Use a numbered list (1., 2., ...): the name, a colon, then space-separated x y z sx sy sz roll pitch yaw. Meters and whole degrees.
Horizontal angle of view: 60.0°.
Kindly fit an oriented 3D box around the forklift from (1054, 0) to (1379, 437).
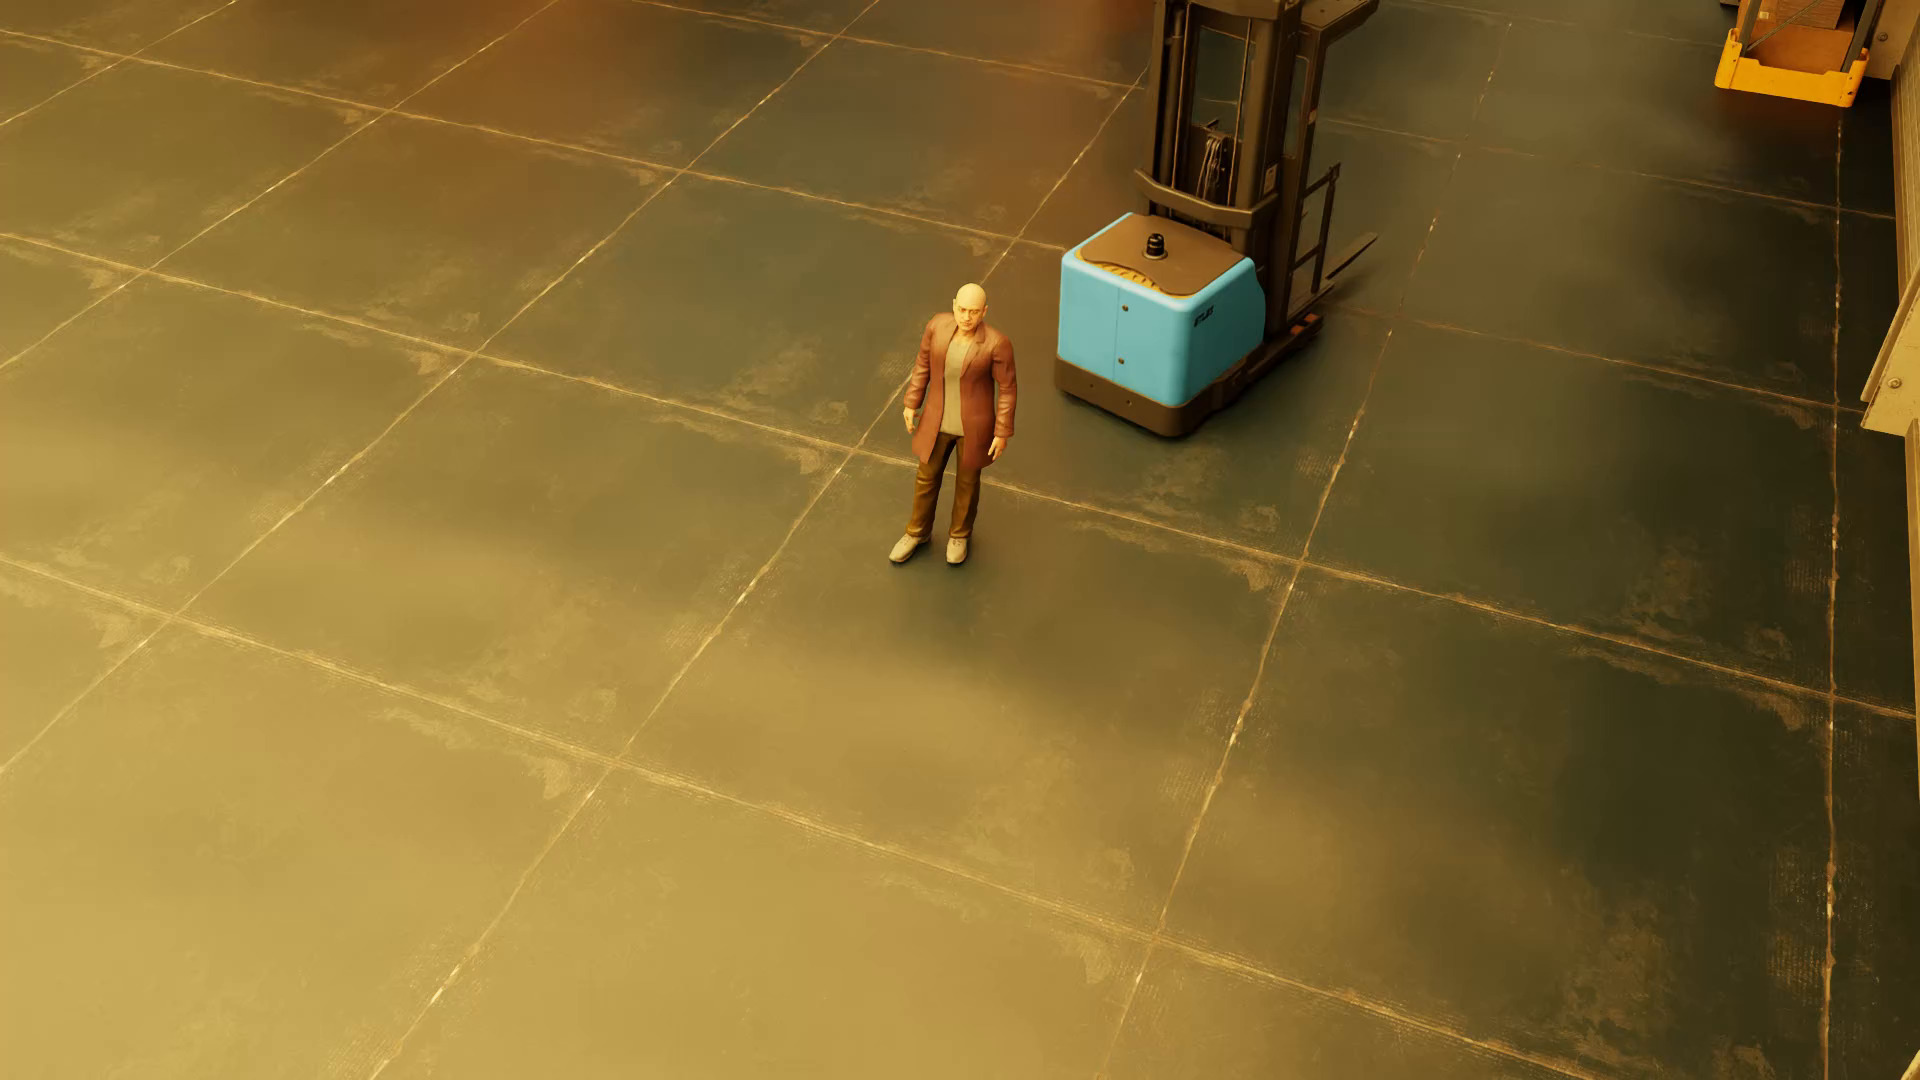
1. forklift: 1.977 -2.684 11.213 1.130 2.935 3.031 28 47 29

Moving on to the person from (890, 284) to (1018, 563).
1. person: -0.039 -0.635 9.652 0.694 1.776 0.582 15 42 17
